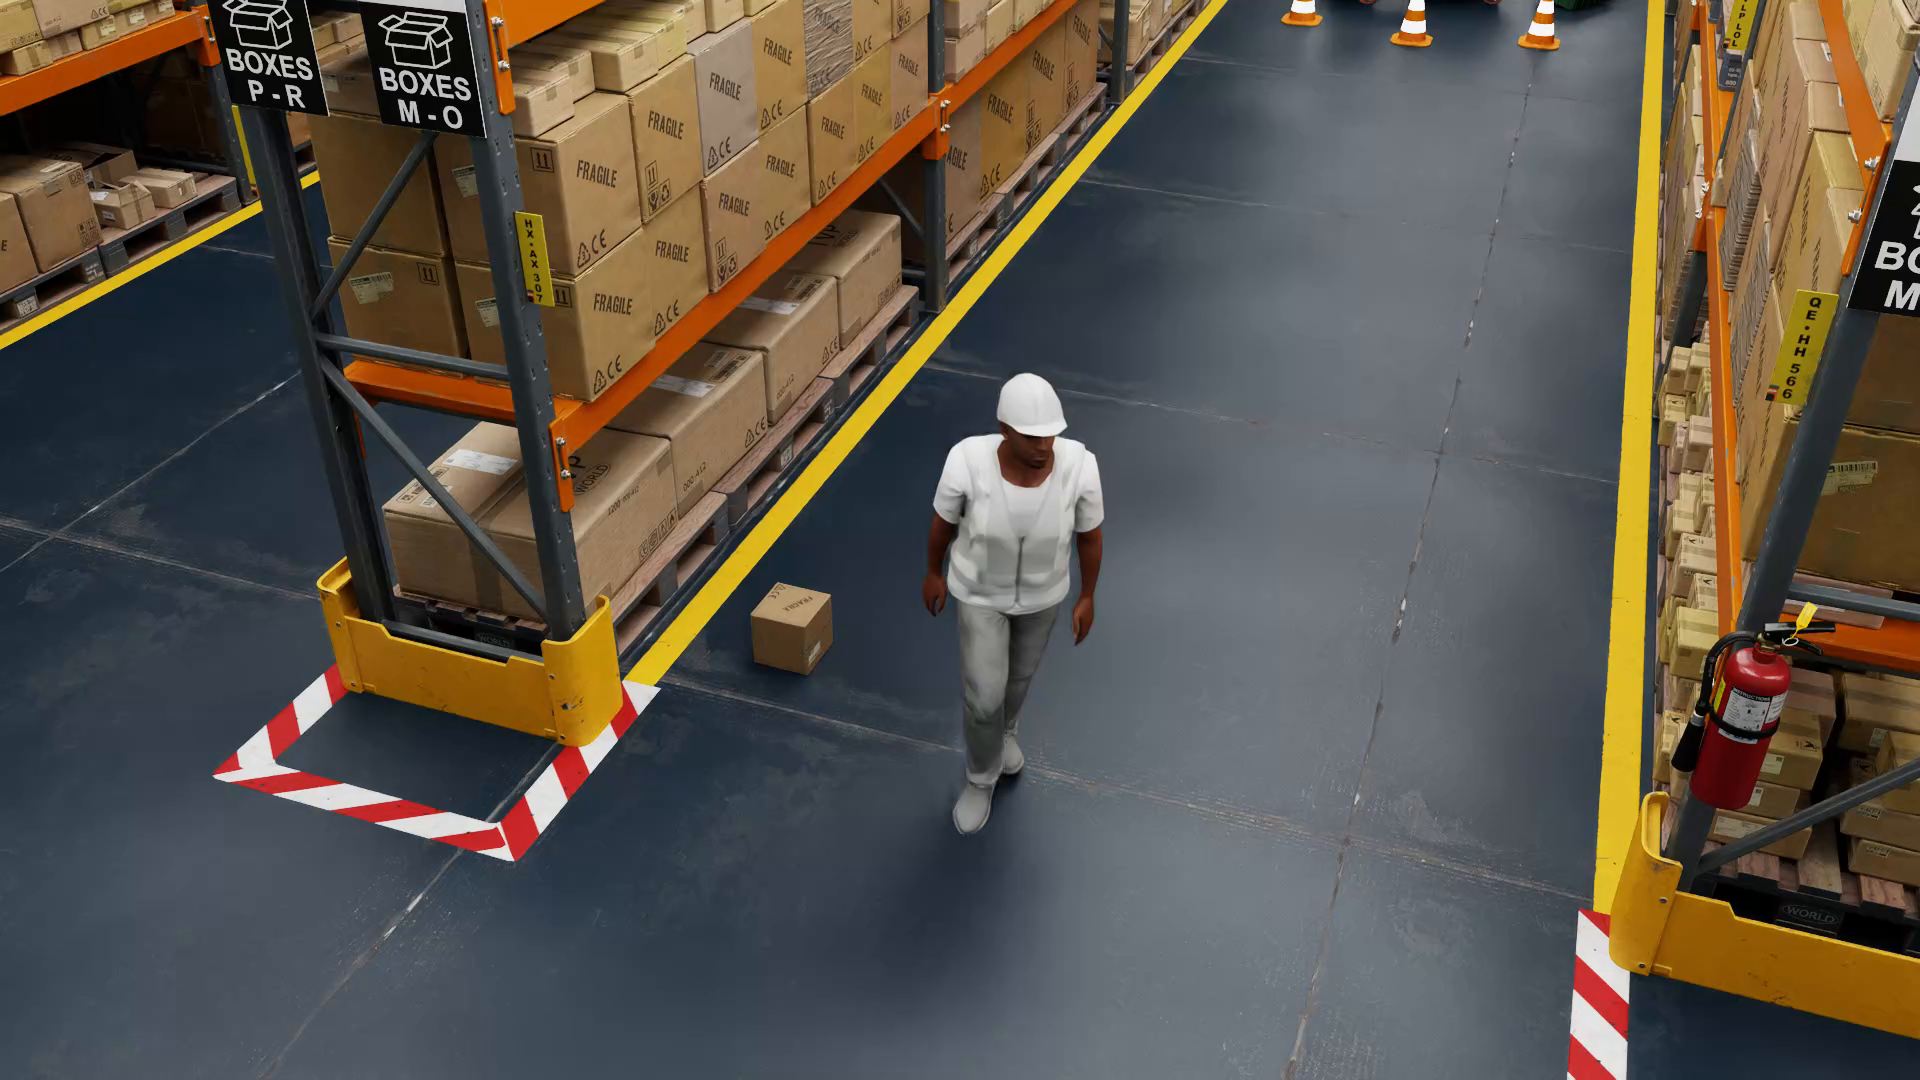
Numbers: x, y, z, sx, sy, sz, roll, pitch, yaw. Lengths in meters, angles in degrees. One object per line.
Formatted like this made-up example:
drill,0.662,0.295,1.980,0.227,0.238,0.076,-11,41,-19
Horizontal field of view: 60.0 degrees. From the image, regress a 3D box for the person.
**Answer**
person,0.183,0.178,5.856,0.606,1.784,0.570,-6,34,-9
